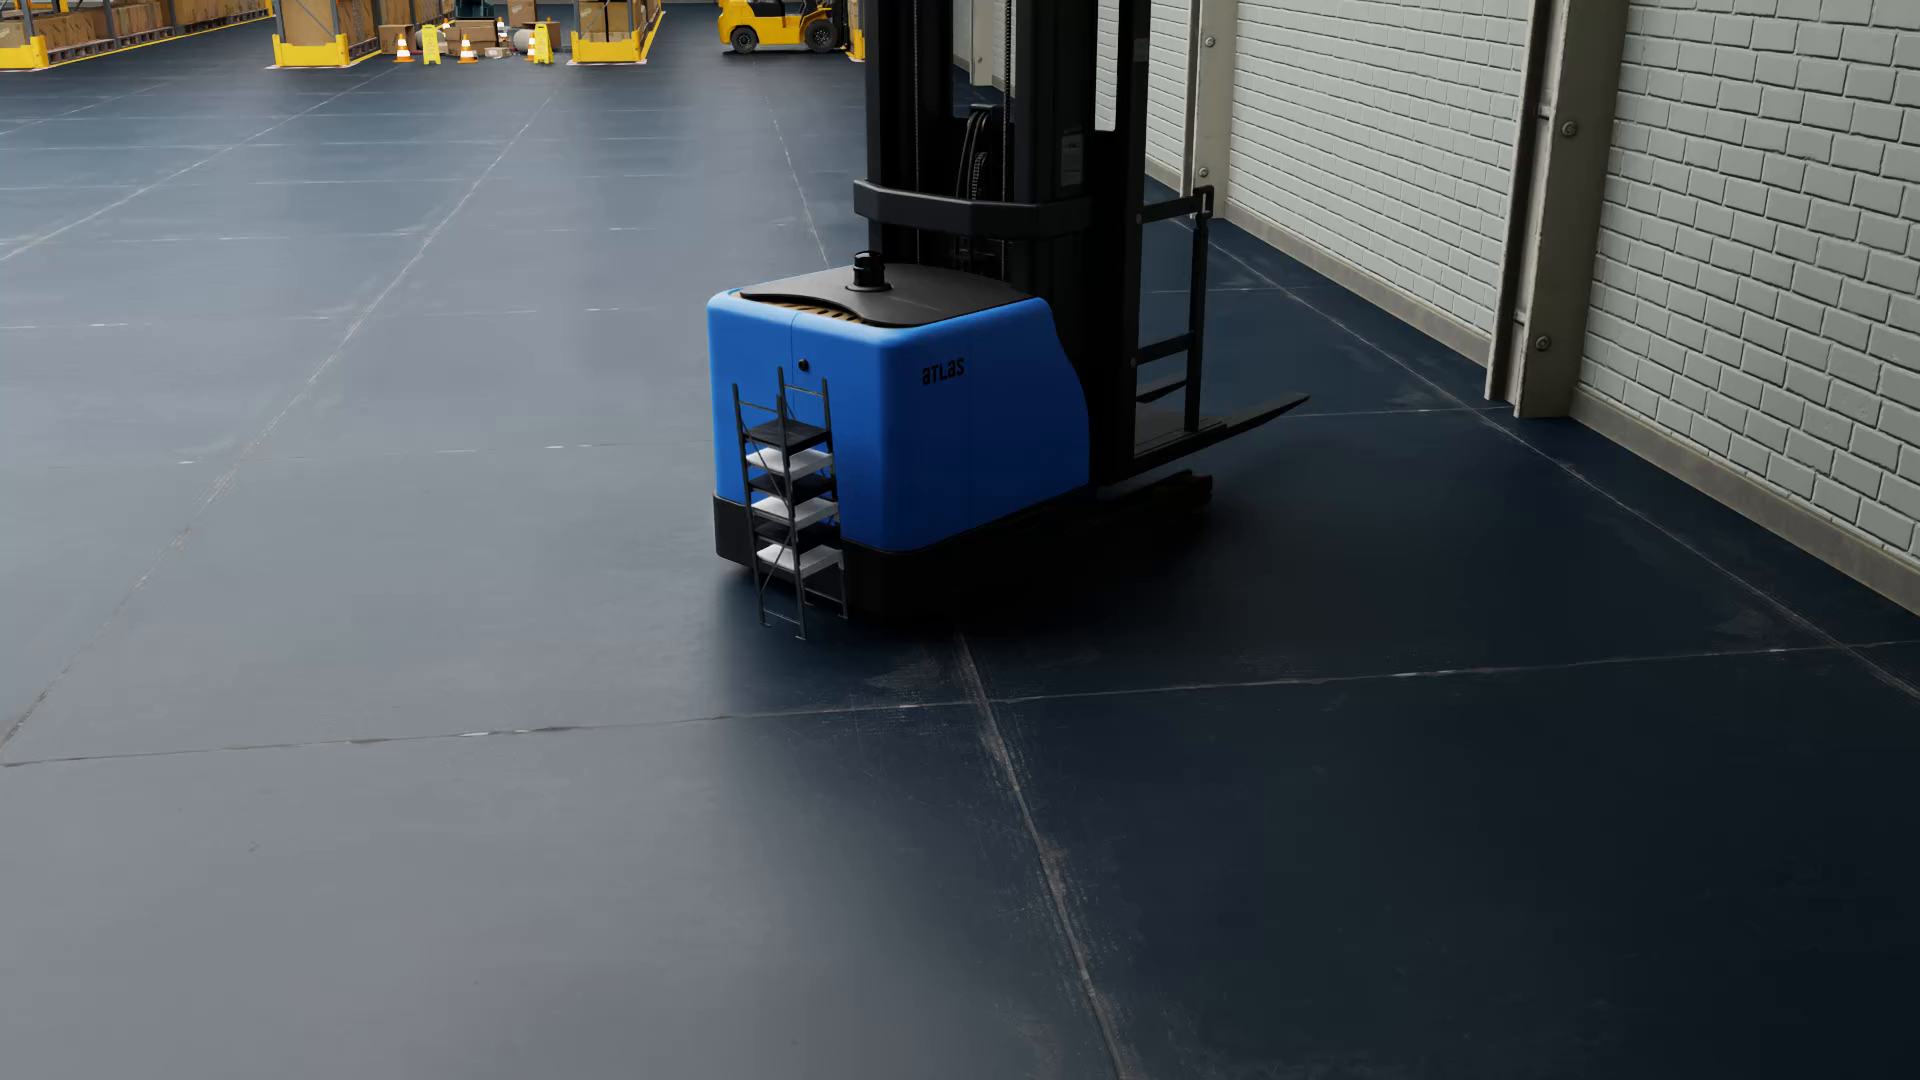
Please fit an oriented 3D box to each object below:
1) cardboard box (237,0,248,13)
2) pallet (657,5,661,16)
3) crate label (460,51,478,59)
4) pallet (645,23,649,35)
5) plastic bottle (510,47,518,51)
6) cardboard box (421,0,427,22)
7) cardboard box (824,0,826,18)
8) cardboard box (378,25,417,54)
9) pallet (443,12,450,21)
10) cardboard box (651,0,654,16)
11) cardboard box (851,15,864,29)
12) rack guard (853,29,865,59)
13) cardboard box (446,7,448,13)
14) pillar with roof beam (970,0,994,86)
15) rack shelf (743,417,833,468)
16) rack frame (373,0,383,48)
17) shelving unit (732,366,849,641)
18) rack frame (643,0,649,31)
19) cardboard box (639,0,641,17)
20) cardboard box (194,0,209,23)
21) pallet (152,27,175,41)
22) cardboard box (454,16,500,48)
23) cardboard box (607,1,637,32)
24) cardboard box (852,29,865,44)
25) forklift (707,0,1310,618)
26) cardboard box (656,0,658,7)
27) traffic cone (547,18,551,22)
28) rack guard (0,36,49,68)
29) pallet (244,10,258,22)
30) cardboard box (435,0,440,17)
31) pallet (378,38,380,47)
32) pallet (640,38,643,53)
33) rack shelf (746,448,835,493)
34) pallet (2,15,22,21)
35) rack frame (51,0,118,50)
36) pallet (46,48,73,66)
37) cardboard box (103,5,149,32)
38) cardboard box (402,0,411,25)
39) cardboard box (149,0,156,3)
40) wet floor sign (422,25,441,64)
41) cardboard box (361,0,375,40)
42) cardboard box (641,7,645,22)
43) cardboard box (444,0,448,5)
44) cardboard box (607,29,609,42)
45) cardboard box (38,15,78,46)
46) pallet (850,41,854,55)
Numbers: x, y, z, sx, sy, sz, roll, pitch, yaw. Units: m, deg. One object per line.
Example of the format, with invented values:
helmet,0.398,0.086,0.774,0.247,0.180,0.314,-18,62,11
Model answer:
cardboard box,-17.916,-13.266,40.385,0.875,0.875,0.875,-3,21,-8
pallet,-8.348,-13.826,43.433,1.003,0.211,1.213,-3,21,-8
crate label,-8.797,-8.704,29.824,0.250,0.136,0.298,-15,25,-35
pallet,-7.276,-11.059,36.023,1.003,0.211,1.213,-3,21,-8
plastic bottle,-8.480,-9.333,31.616,0.133,0.061,0.283,1,20,2
cardboard box,-12.196,-11.808,37.017,0.500,0.500,0.500,-3,21,-7
cardboard box,-2.889,-12.403,38.610,0.500,0.500,0.500,-2,21,-5
cardboard box,-10.455,-9.310,30.926,0.500,0.500,0.500,1,20,2
pallet,-12.979,-12.660,40.311,1.003,0.211,1.213,-3,21,-8
cardboard box,-7.657,-12.699,38.866,0.875,0.875,0.875,-2,21,-6
cardboard box,-1.702,-9.413,30.247,0.500,0.250,0.500,-3,21,-8
rack guard,-1.319,-8.938,29.932,1.175,0.500,0.348,-3,21,-8
cardboard box,-12.620,-12.831,40.259,0.380,0.149,0.250,-2,21,-6
pillar with roof beam,-3.926,-10.920,23.091,9.100,9.000,0.400,-3,21,-8
rack shelf,-0.591,-0.337,5.637,0.258,0.077,0.200,18,32,39
rack frame,-11.694,-10.966,31.790,1.000,3.000,0.127,-3,21,-8
shelving unit,-0.578,-0.121,5.733,0.258,0.900,0.210,18,32,39
rack frame,-7.387,-12.636,36.260,1.000,3.000,0.127,-3,21,-8
cardboard box,-6.385,-10.143,31.845,0.500,0.500,0.500,-3,21,-7
cardboard box,-17.393,-11.886,36.690,1.225,0.875,0.875,-3,21,-8
pallet,-17.082,-10.559,34.685,1.003,0.211,1.213,-3,21,-8
cardboard box,-9.135,-9.564,31.409,0.797,0.637,0.503,-3,21,-8
cardboard box,-6.081,-9.427,29.927,0.500,0.500,0.500,-4,21,-10
cardboard box,-1.703,-9.173,30.318,0.500,0.250,0.500,-3,21,-7
forklift,0.415,-1.537,6.641,1.130,2.935,3.031,17,27,38
cardboard box,-8.206,-13.862,42.605,0.875,0.438,0.875,-2,21,-6
traffic cone,-8.375,-10.421,33.956,0.336,0.463,0.334,-3,21,-8
rack guard,-16.051,-8.221,28.013,1.175,0.500,0.348,-3,21,-8
pallet,-17.982,-12.905,40.966,1.003,0.211,1.213,-3,21,-8
cardboard box,-12.492,-12.518,38.917,0.500,0.500,0.500,-3,21,-9
pallet,-11.880,-9.923,32.983,1.003,0.211,1.213,-3,21,-8
pallet,-6.500,-9.290,31.288,1.003,0.211,1.213,-3,21,-8
rack shelf,-0.586,-0.255,5.673,0.258,0.077,0.200,18,32,39
pallet,-22.816,-12.217,39.125,1.003,0.211,1.213,-3,21,-8
rack frame,-16.617,-10.751,31.213,1.000,3.000,0.127,-3,21,-8
pallet,-16.133,-8.369,28.822,1.003,0.211,1.213,-3,21,-8
cardboard box,-16.896,-10.553,33.626,0.700,0.500,0.500,-1,21,-3
cardboard box,-12.272,-11.278,35.241,1.050,0.750,0.750,-3,21,-8
cardboard box,-17.067,-11.292,34.534,0.500,0.250,0.500,-2,21,-6
wet floor sign,-9.154,-8.568,28.734,0.267,0.644,0.232,-7,21,-17
cardboard box,-11.673,-9.946,31.495,0.875,0.875,0.875,-3,21,-7
cardboard box,-7.201,-11.150,35.438,0.950,0.372,0.625,-3,21,-9
cardboard box,-12.832,-13.234,40.910,0.380,0.149,0.250,-2,21,-5
cardboard box,-6.684,-9.220,30.446,0.500,0.250,0.500,-3,21,-8
cardboard box,-16.342,-9.227,30.106,0.500,0.500,0.500,-5,21,-13
pallet,-1.474,-9.074,30.708,1.003,0.211,1.213,-3,21,-8
